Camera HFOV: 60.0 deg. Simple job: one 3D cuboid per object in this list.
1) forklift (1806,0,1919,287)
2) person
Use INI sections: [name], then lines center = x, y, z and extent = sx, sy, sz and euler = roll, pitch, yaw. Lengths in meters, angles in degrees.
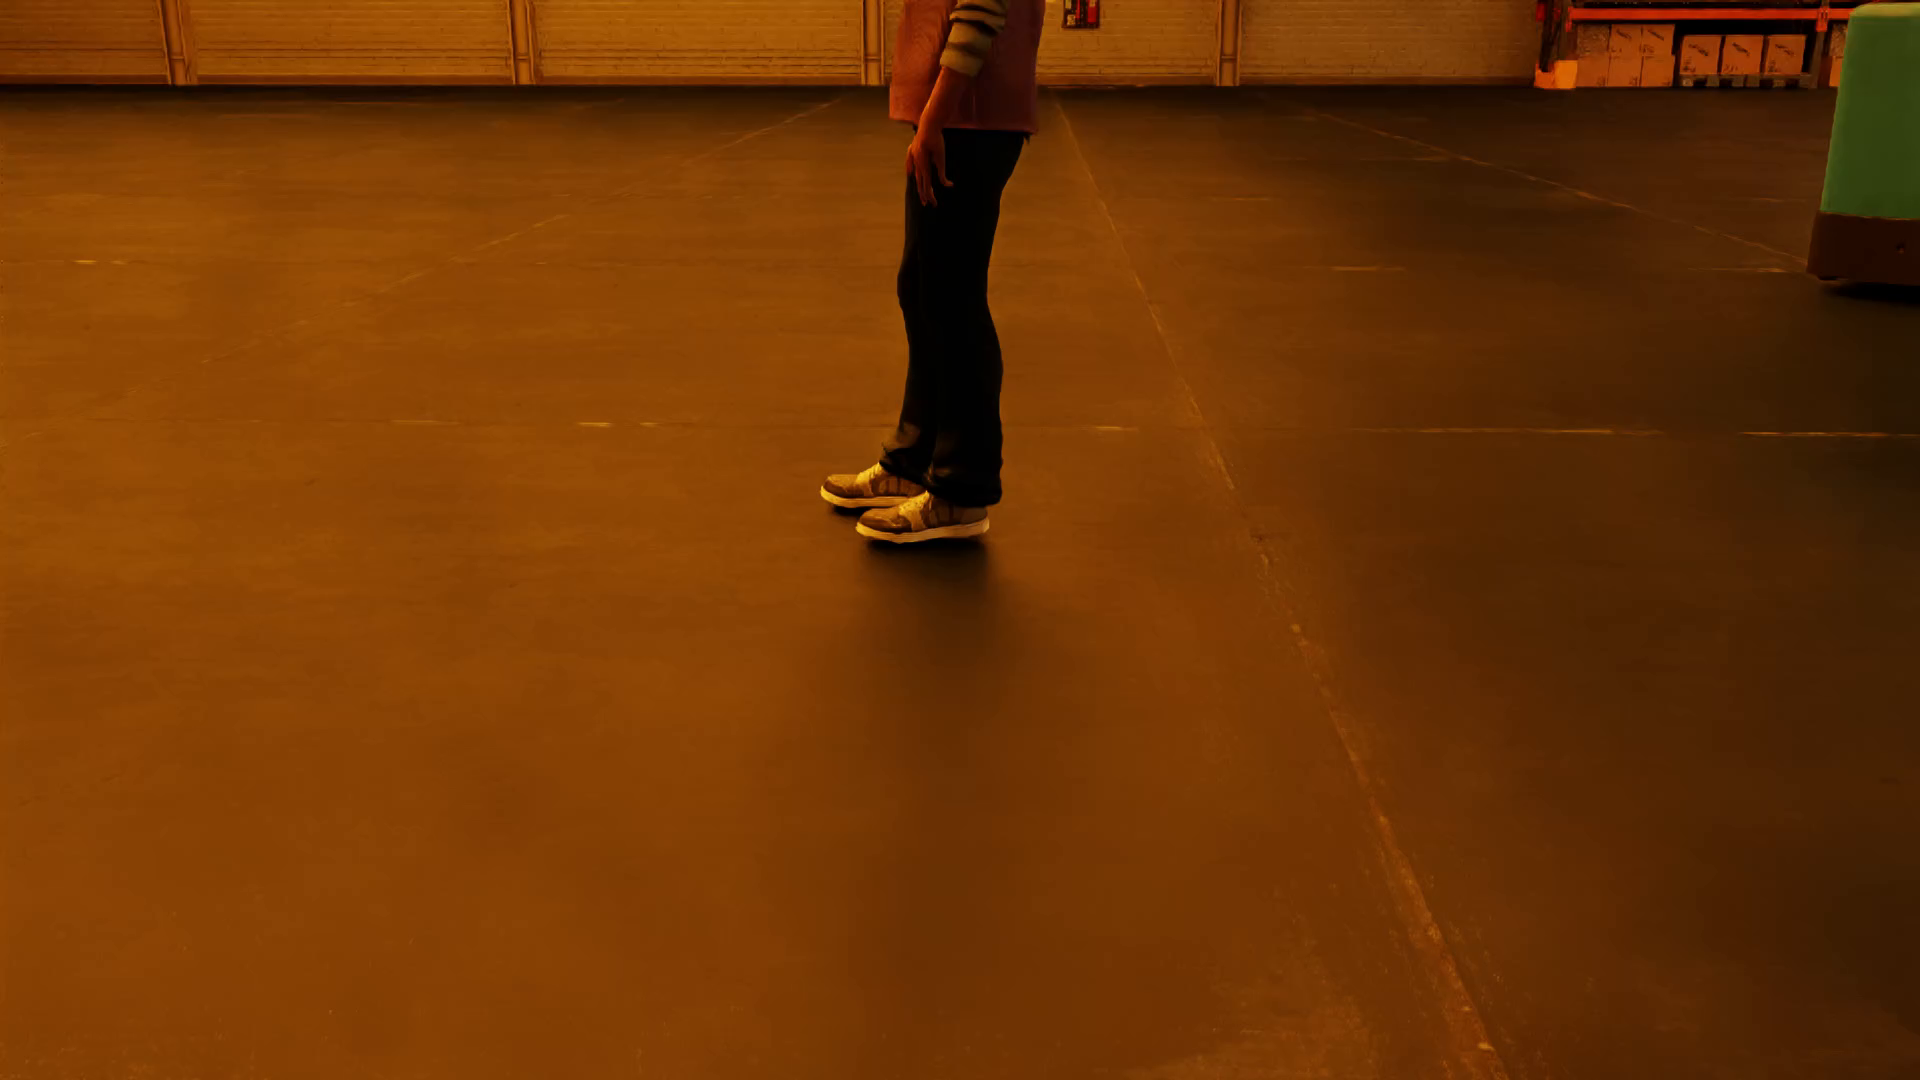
[forklift]
center = 4.773, -2.524, 6.556
extent = 3.031, 2.935, 1.130
euler = -13, 21, -36
[person]
center = -0.074, -0.774, 3.148
extent = 0.474, 1.597, 0.520
euler = 1, 17, 2
